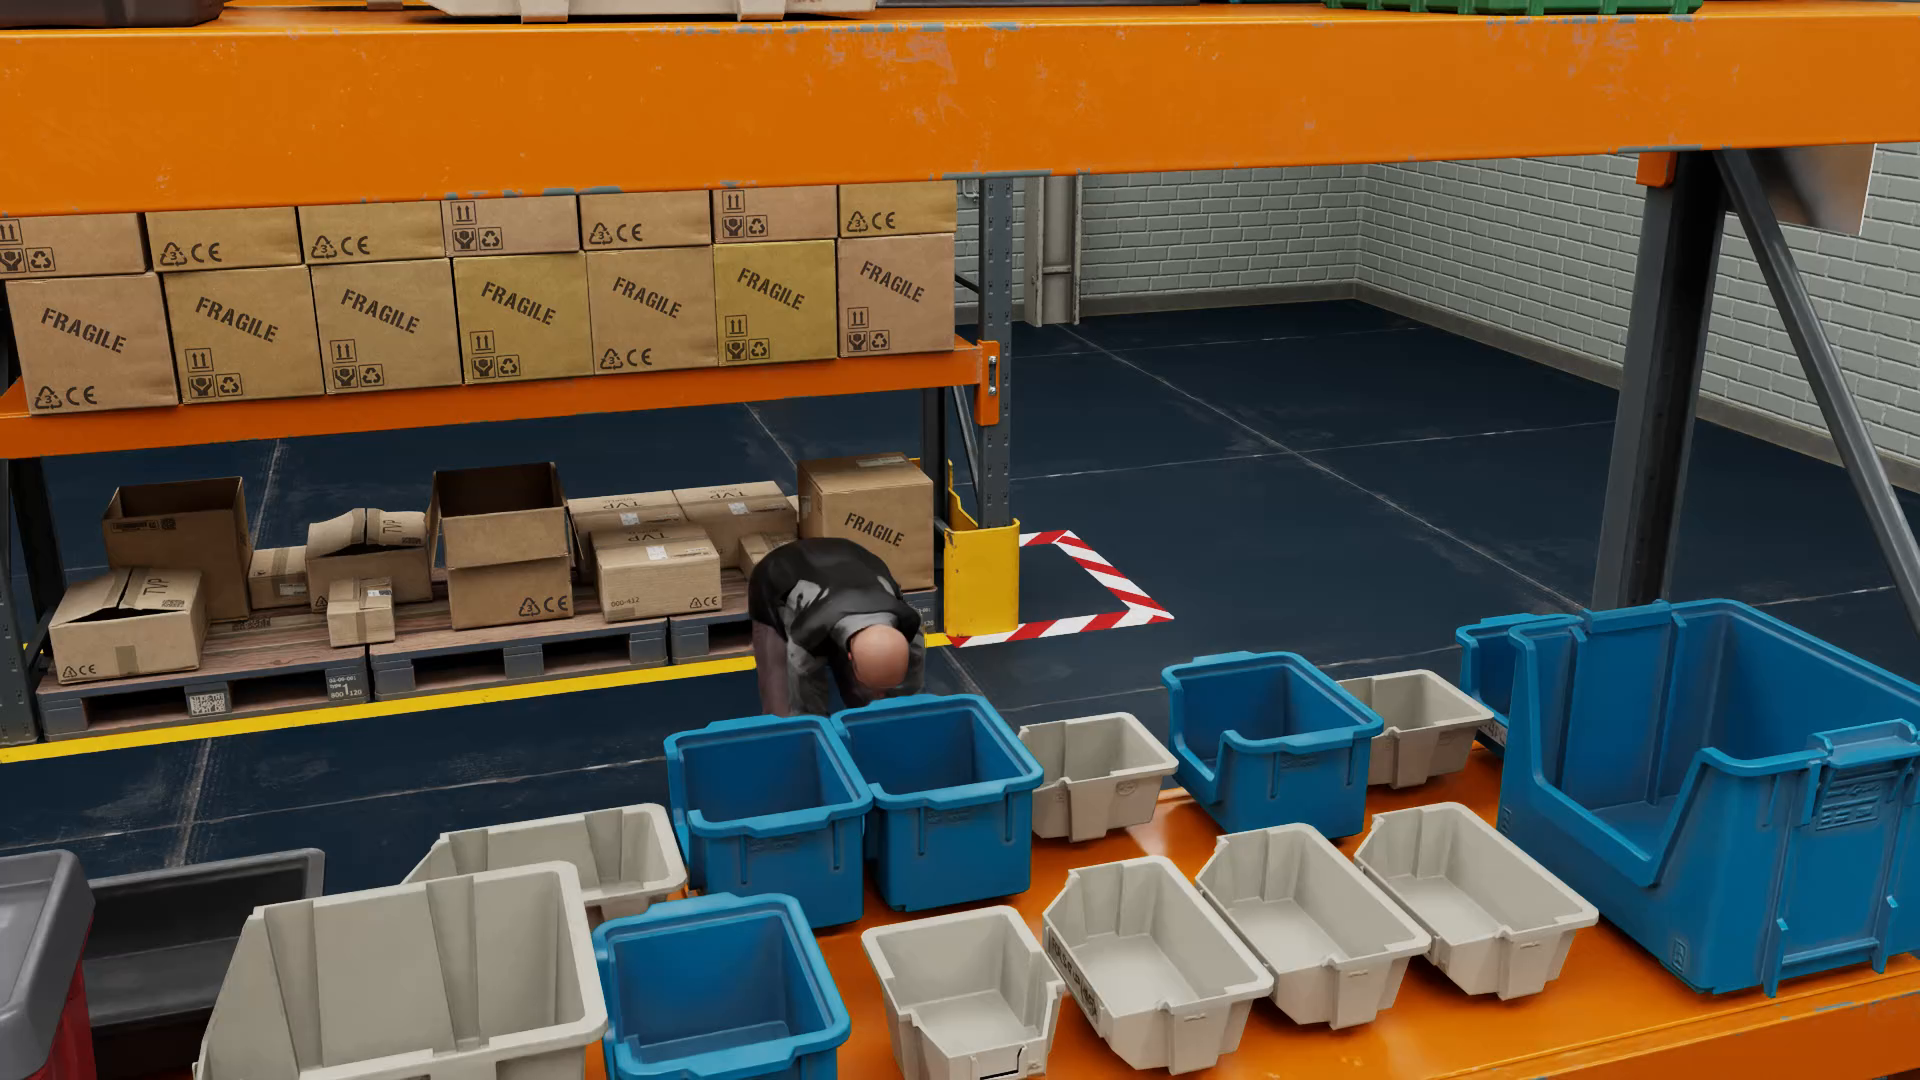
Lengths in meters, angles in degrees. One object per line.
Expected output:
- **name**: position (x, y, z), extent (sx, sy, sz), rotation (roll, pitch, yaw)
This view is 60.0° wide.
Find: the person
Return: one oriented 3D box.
- **person**: position (-0.373, 0.587, 5.342), extent (0.462, 1.110, 0.960), rotation (-7, 20, -19)
